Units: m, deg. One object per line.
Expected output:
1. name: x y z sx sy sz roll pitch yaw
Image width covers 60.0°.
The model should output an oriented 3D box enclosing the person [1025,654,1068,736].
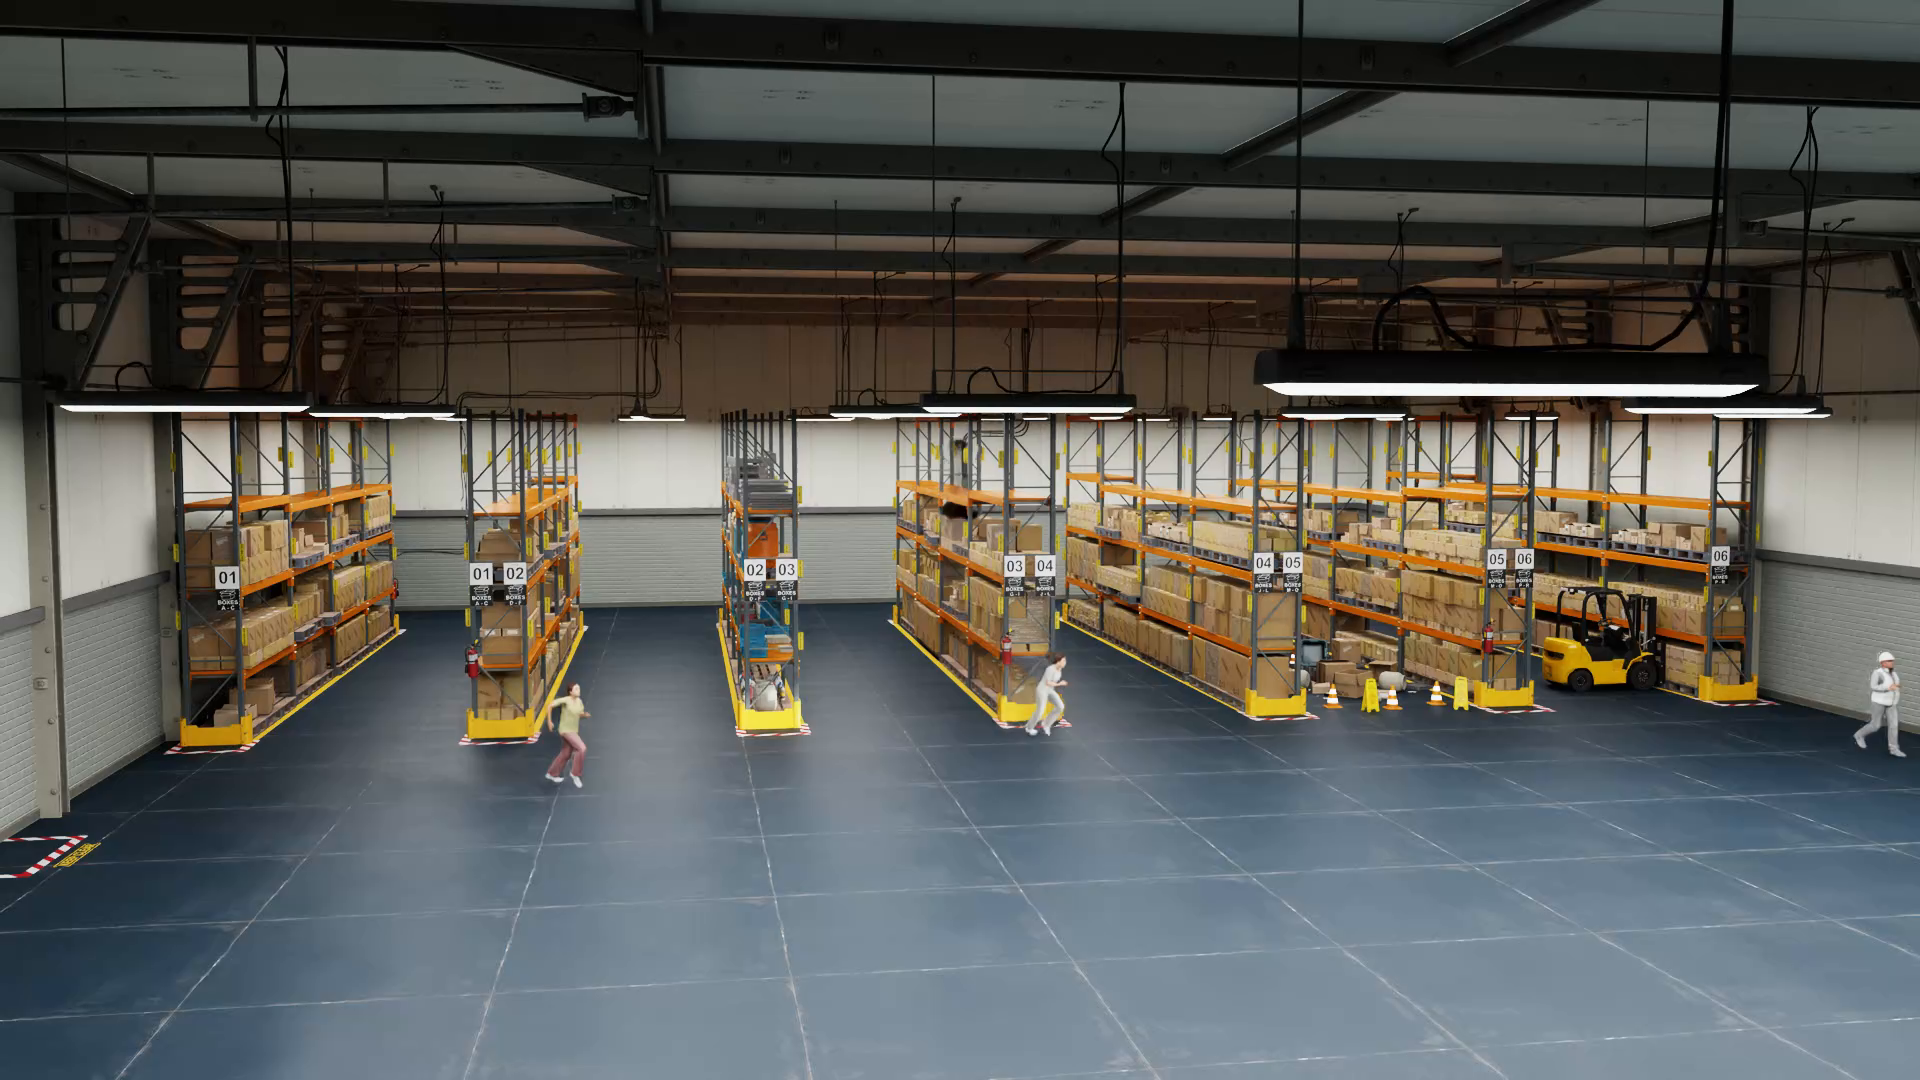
1. person: 1.618 2.824 30.511 0.926 1.538 0.593 3 5 33

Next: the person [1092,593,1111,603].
1. person: 4.244 1.414 49.777 0.729 1.757 0.542 -1 4 -15

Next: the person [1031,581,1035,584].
1. person: 2.114 1.729 47.189 0.546 1.436 0.800 0 4 -2

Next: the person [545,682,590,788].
1. person: -6.191 3.063 26.227 0.794 1.674 0.601 2 4 22

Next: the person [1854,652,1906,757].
1. person: 15.936 2.809 28.695 0.666 1.758 0.960 -1 4 -17
